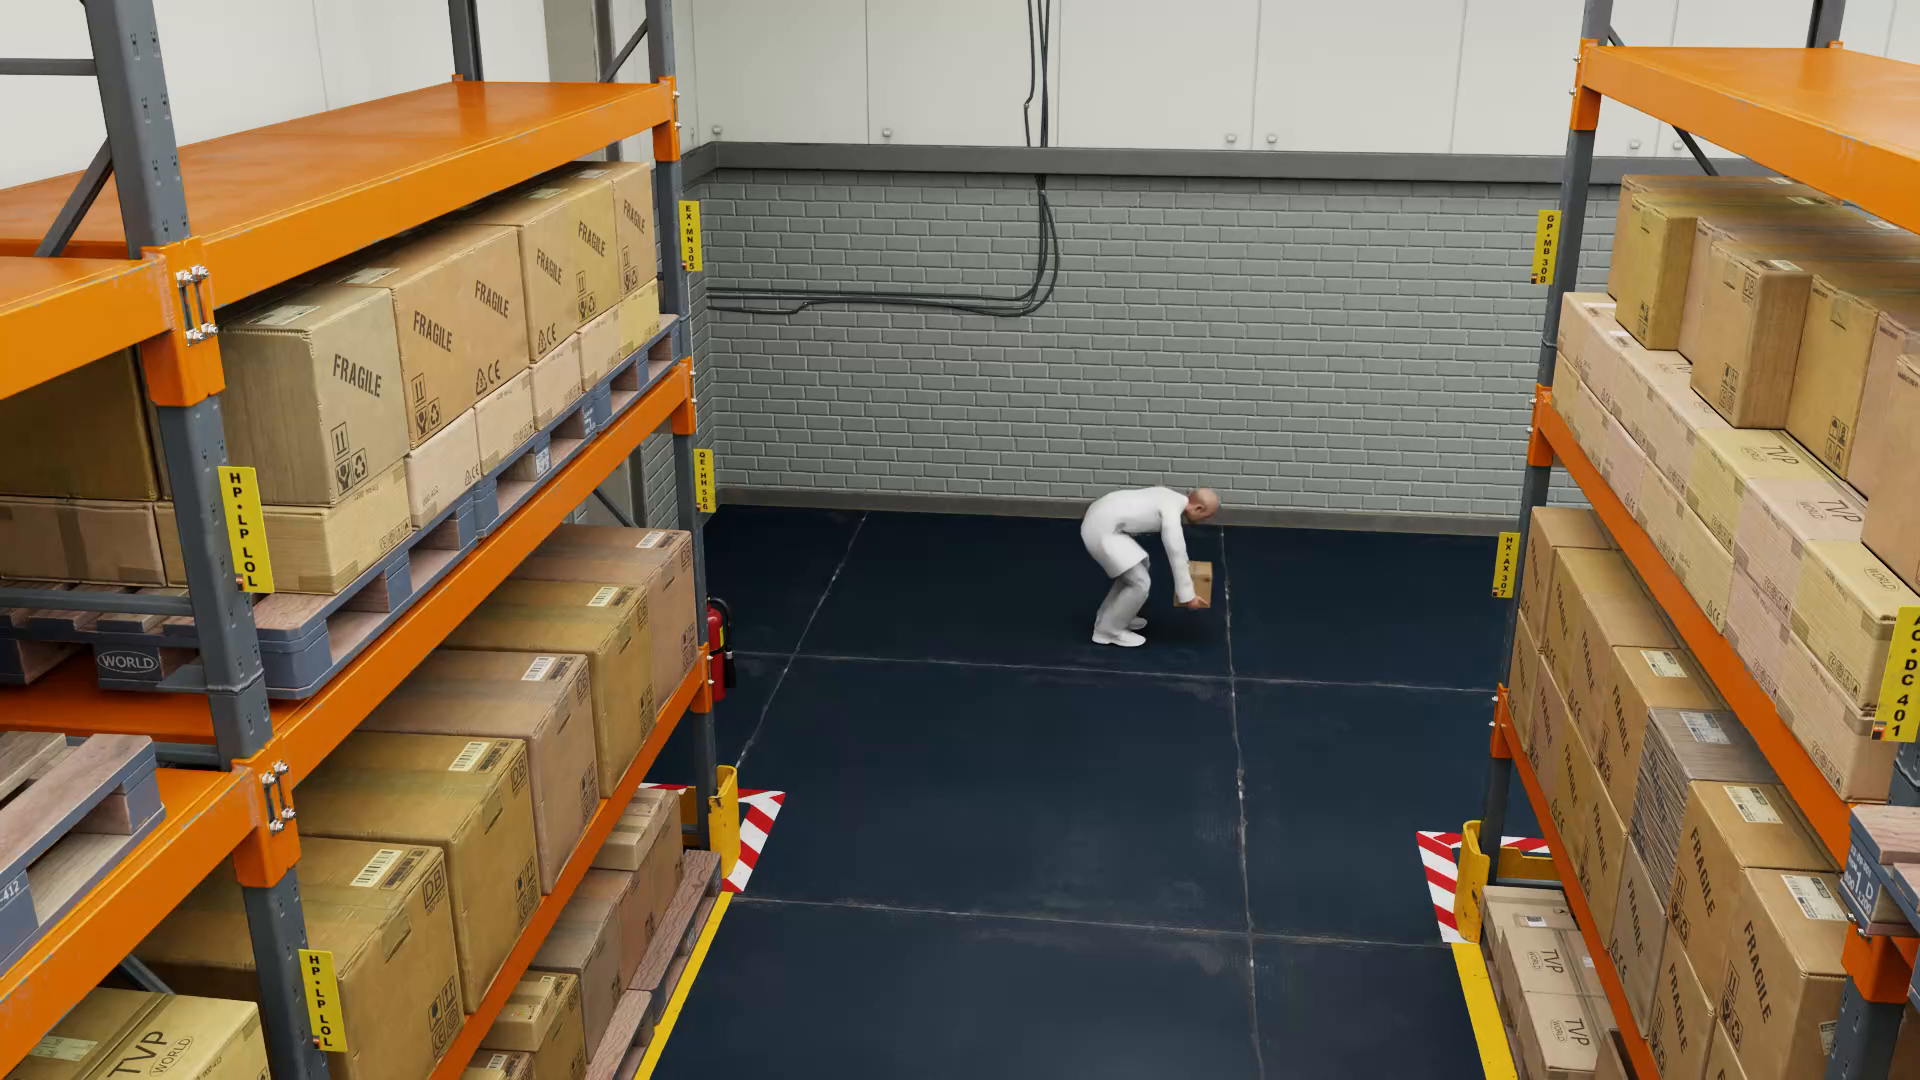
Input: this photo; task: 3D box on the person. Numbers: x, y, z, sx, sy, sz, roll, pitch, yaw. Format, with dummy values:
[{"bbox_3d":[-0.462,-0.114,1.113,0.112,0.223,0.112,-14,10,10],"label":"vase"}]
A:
[{"bbox_3d":[1.306,0.165,11.597,0.940,1.117,0.587,1,21,4],"label":"person"}]
